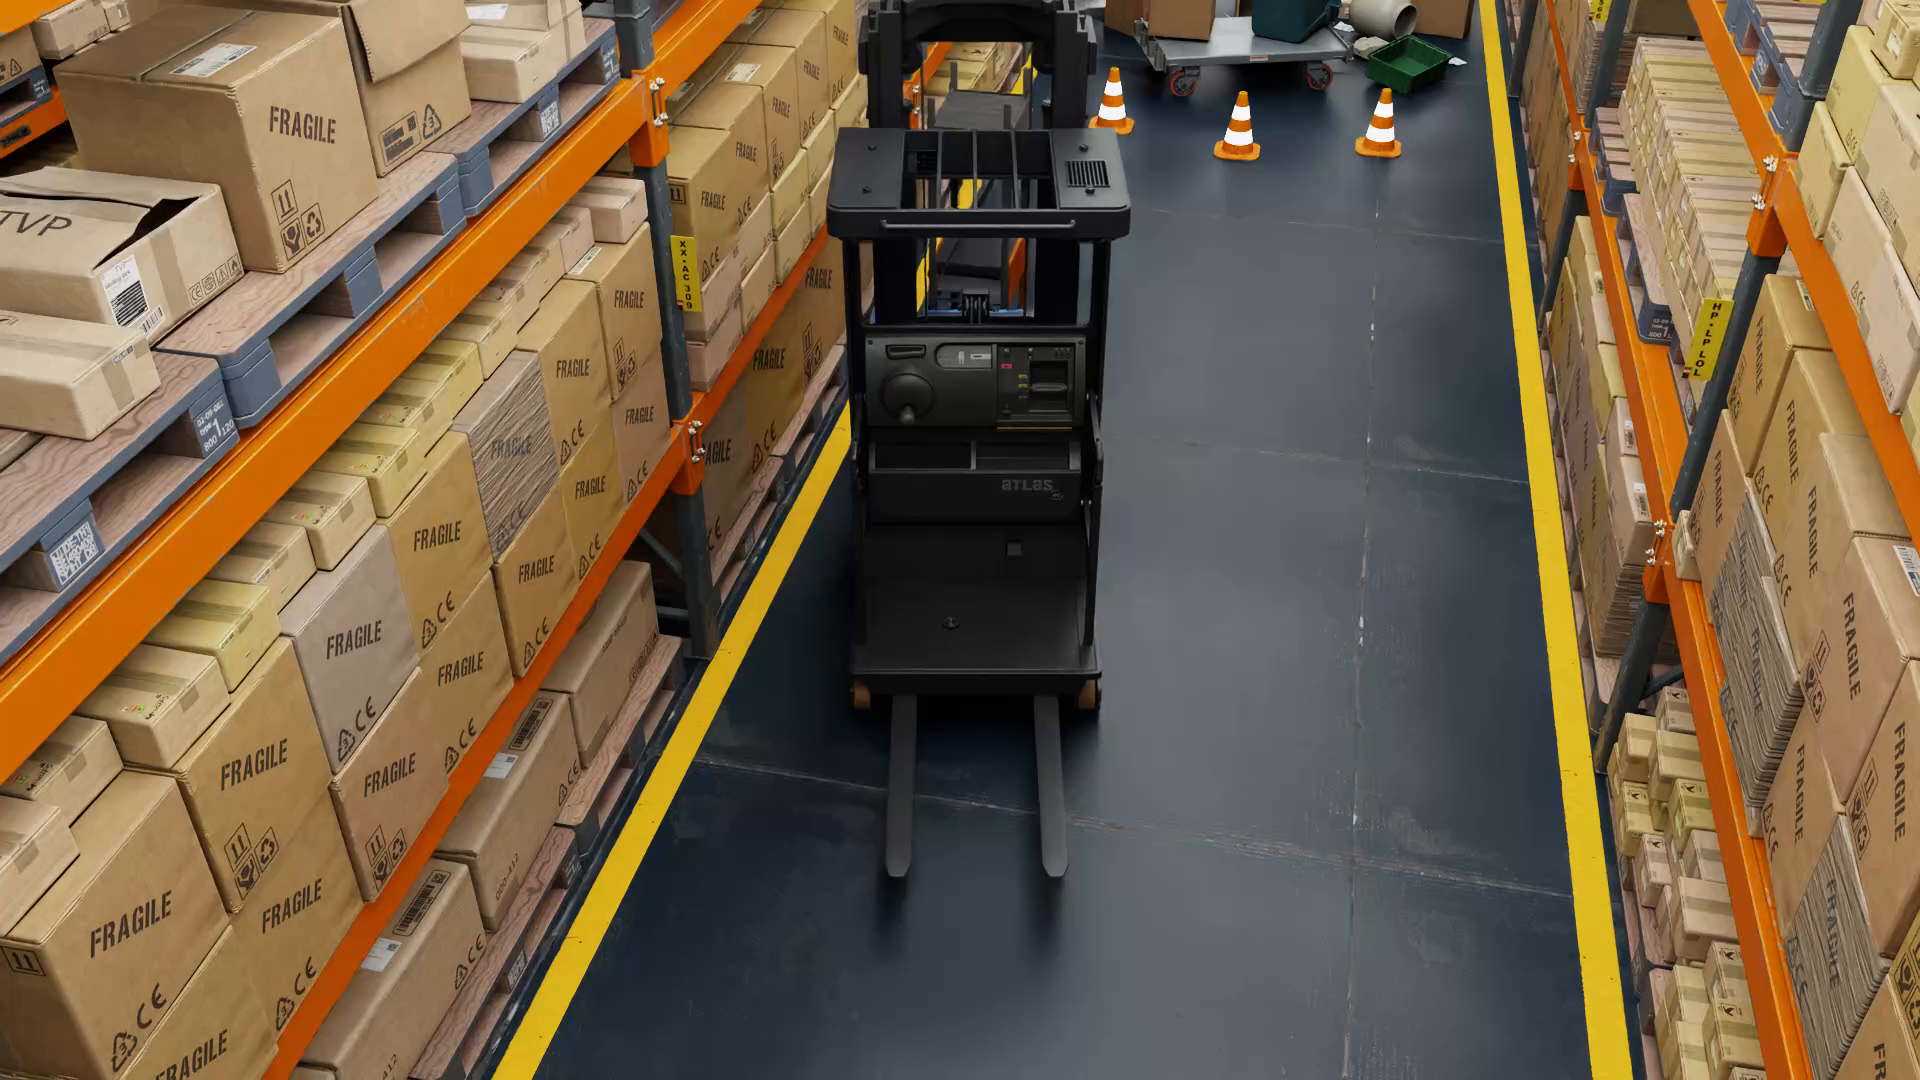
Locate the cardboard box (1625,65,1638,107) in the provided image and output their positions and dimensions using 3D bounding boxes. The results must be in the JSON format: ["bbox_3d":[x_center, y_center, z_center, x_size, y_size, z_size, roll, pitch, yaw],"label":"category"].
[{"bbox_3d":[3.780,-2.411,8.893,0.380,0.149,0.250,9,37,12],"label":"cardboard box"}]

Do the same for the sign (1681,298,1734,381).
[{"bbox_3d":[2.682,-0.717,5.967,0.100,0.325,0.005,7,37,10],"label":"sign"}]

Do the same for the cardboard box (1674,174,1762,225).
[{"bbox_3d":[3.399,-1.492,7.372,0.380,0.149,0.250,6,36,8],"label":"cardboard box"}]

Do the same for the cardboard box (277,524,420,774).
[{"bbox_3d":[-1.900,0.272,4.652,0.500,0.500,0.500,7,37,10],"label":"cardboard box"}]

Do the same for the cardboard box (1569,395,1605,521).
[{"bbox_3d":[3.361,-0.382,8.264,0.500,0.500,0.500,7,36,9],"label":"cardboard box"}]

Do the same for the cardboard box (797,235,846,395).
[{"bbox_3d":[-1.201,-1.450,9.417,0.875,0.875,0.875,8,37,11],"label":"cardboard box"}]

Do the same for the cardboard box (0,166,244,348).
[{"bbox_3d":[-2.118,-0.691,3.995,0.500,0.311,0.500,8,37,11],"label":"cardboard box"}]

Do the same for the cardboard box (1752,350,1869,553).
[{"bbox_3d":[2.795,-0.219,5.076,0.500,0.500,0.500,6,36,9],"label":"cardboard box"}]

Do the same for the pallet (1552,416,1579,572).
[{"bbox_3d":[3.648,-0.200,8.616,1.003,0.211,1.213,7,37,10],"label":"pallet"}]

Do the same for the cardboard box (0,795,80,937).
[{"bbox_3d":[-2.140,0.673,3.546,0.380,0.149,0.250,8,37,11],"label":"cardboard box"}]

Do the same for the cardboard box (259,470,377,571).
[{"bbox_3d":[-1.849,-0.069,4.569,0.380,0.149,0.250,8,37,10],"label":"cardboard box"}]

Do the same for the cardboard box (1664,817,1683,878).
[{"bbox_3d":[2.852,1.151,6.194,0.380,0.149,0.250,7,37,10],"label":"cardboard box"}]

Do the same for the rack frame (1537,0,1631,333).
[{"bbox_3d":[4.079,-2.474,9.378,1.000,3.000,0.127,7,37,10],"label":"rack frame"}]

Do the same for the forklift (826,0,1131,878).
[{"bbox_3d":[0.067,-0.606,6.859,1.130,2.935,3.031,0,36,0],"label":"forklift"}]

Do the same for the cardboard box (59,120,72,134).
[{"bbox_3d":[-6.044,-2.817,11.071,0.380,0.149,0.250,9,37,12],"label":"cardboard box"}]

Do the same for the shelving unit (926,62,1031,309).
[{"bbox_3d":[0.096,-1.339,8.578,0.431,2.100,0.503,7,37,10],"label":"shelving unit"}]

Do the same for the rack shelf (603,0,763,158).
[{"bbox_3d":[-1.205,-2.813,7.903,1.077,0.370,4.000,7,37,10],"label":"rack shelf"}]

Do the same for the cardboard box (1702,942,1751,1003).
[{"bbox_3d":[2.681,1.490,5.472,0.380,0.149,0.250,6,36,8],"label":"cardboard box"}]

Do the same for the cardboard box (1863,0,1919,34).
[{"bbox_3d":[2.926,-1.562,4.925,0.380,0.149,0.250,7,36,9],"label":"cardboard box"}]

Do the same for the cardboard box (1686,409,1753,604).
[{"bbox_3d":[2.873,-0.090,5.749,0.500,0.500,0.500,7,36,9],"label":"cardboard box"}]

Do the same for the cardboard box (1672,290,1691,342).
[{"bbox_3d":[3.280,-0.937,7.113,0.380,0.149,0.250,6,36,8],"label":"cardboard box"}]

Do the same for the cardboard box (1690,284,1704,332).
[{"bbox_3d":[3.228,-0.916,6.830,0.380,0.149,0.250,9,37,12],"label":"cardboard box"}]

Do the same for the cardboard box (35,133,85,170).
[{"bbox_3d":[-5.613,-2.457,10.573,0.380,0.149,0.250,6,36,8],"label":"cardboard box"}]

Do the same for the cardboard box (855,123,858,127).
[{"bbox_3d":[-0.849,-2.072,8.951,0.500,0.250,0.500,7,37,9],"label":"cardboard box"}]

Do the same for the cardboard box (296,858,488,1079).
[{"bbox_3d":[-2.256,1.501,5.719,0.875,0.438,0.875,8,37,11],"label":"cardboard box"}]

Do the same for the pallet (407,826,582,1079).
[{"bbox_3d":[-2.130,1.513,6.252,1.003,0.211,1.213,7,37,10],"label":"pallet"}]

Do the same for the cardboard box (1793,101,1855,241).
[{"bbox_3d":[2.868,-1.102,5.057,0.500,0.250,0.500,9,37,12],"label":"cardboard box"}]

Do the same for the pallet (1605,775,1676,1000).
[{"bbox_3d":[3.116,1.338,6.495,1.003,0.211,1.213,7,37,10],"label":"pallet"}]

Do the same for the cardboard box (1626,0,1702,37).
[{"bbox_3d":[4.185,-3.176,9.408,0.700,0.500,0.500,7,37,10],"label":"cardboard box"}]

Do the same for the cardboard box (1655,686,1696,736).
[{"bbox_3d":[2.949,0.734,6.516,0.380,0.149,0.250,9,37,12],"label":"cardboard box"}]

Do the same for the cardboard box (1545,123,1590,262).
[{"bbox_3d":[4.297,-2.071,10.381,1.050,0.750,0.750,7,36,9],"label":"cardboard box"}]

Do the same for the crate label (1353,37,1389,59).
[{"bbox_3d":[3.511,-4.192,14.188,0.298,0.136,0.250,-17,39,-22],"label":"crate label"}]

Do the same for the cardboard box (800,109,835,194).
[{"bbox_3d":[-0.939,-1.981,8.399,0.500,0.250,0.500,6,36,9],"label":"cardboard box"}]

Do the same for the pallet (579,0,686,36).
[{"bbox_3d":[-1.485,-2.412,6.900,0.805,0.209,1.217,6,36,8],"label":"pallet"}]

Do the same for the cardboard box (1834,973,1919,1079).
[{"bbox_3d":[2.330,1.367,3.740,0.500,0.500,0.500,7,36,9],"label":"cardboard box"}]

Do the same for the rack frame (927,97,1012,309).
[{"bbox_3d":[0.043,-1.199,8.385,0.400,2.100,0.015,7,37,10],"label":"rack frame"}]

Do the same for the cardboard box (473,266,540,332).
[{"bbox_3d":[-1.649,-0.808,5.589,0.380,0.149,0.250,7,37,10],"label":"cardboard box"}]

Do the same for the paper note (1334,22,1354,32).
[{"bbox_3d":[3.436,-4.570,14.806,0.172,0.023,0.155,20,41,26],"label":"paper note"}]

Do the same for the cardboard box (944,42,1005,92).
[{"bbox_3d":[-0.183,-3.722,12.981,0.950,0.372,0.625,10,37,13],"label":"cardboard box"}]

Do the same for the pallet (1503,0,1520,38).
[{"bbox_3d":[5.431,-4.766,14.916,1.003,0.211,1.213,7,37,10],"label":"pallet"}]

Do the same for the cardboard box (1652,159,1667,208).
[{"bbox_3d":[3.506,-1.672,7.874,0.380,0.149,0.250,7,37,10],"label":"cardboard box"}]

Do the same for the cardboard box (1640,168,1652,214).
[{"bbox_3d":[3.561,-1.695,8.159,0.380,0.149,0.250,8,37,11],"label":"cardboard box"}]

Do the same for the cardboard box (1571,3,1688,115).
[{"bbox_3d":[3.913,-2.806,9.751,0.500,0.500,0.500,7,37,10],"label":"cardboard box"}]

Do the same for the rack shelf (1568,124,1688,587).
[{"bbox_3d":[3.652,-1.036,8.007,1.077,0.370,4.000,7,37,10],"label":"rack shelf"}]

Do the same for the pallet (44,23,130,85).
[{"bbox_3d":[-5.704,-3.182,10.517,1.213,0.211,1.003,7,37,10],"label":"pallet"}]

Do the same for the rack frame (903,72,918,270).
[{"bbox_3d":[-0.778,-3.037,10.154,1.000,3.000,0.127,7,37,10],"label":"rack frame"}]

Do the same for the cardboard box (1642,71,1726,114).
[{"bbox_3d":[3.680,-2.248,8.415,0.380,0.149,0.250,7,37,10],"label":"cardboard box"}]

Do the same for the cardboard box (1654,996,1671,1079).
[{"bbox_3d":[2.596,1.721,5.661,0.380,0.149,0.250,6,36,9],"label":"cardboard box"}]

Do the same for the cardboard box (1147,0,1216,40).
[{"bbox_3d":[1.822,-4.418,13.545,0.500,0.500,0.500,7,37,10],"label":"cardboard box"}]

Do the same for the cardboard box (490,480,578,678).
[{"bbox_3d":[-1.679,0.100,5.741,0.500,0.500,0.500,7,36,9],"label":"cardboard box"}]

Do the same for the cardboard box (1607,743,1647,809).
[{"bbox_3d":[2.833,0.972,6.695,0.380,0.149,0.250,6,36,8],"label":"cardboard box"}]

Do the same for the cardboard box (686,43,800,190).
[{"bbox_3d":[-1.066,-1.987,7.769,0.500,0.500,0.500,6,36,9],"label":"cardboard box"}]

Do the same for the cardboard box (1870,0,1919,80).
[{"bbox_3d":[2.836,-1.410,4.716,0.380,0.149,0.250,6,36,8],"label":"cardboard box"}]

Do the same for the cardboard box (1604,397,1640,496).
[{"bbox_3d":[3.260,-0.394,7.641,0.500,0.250,0.500,9,37,12],"label":"cardboard box"}]
